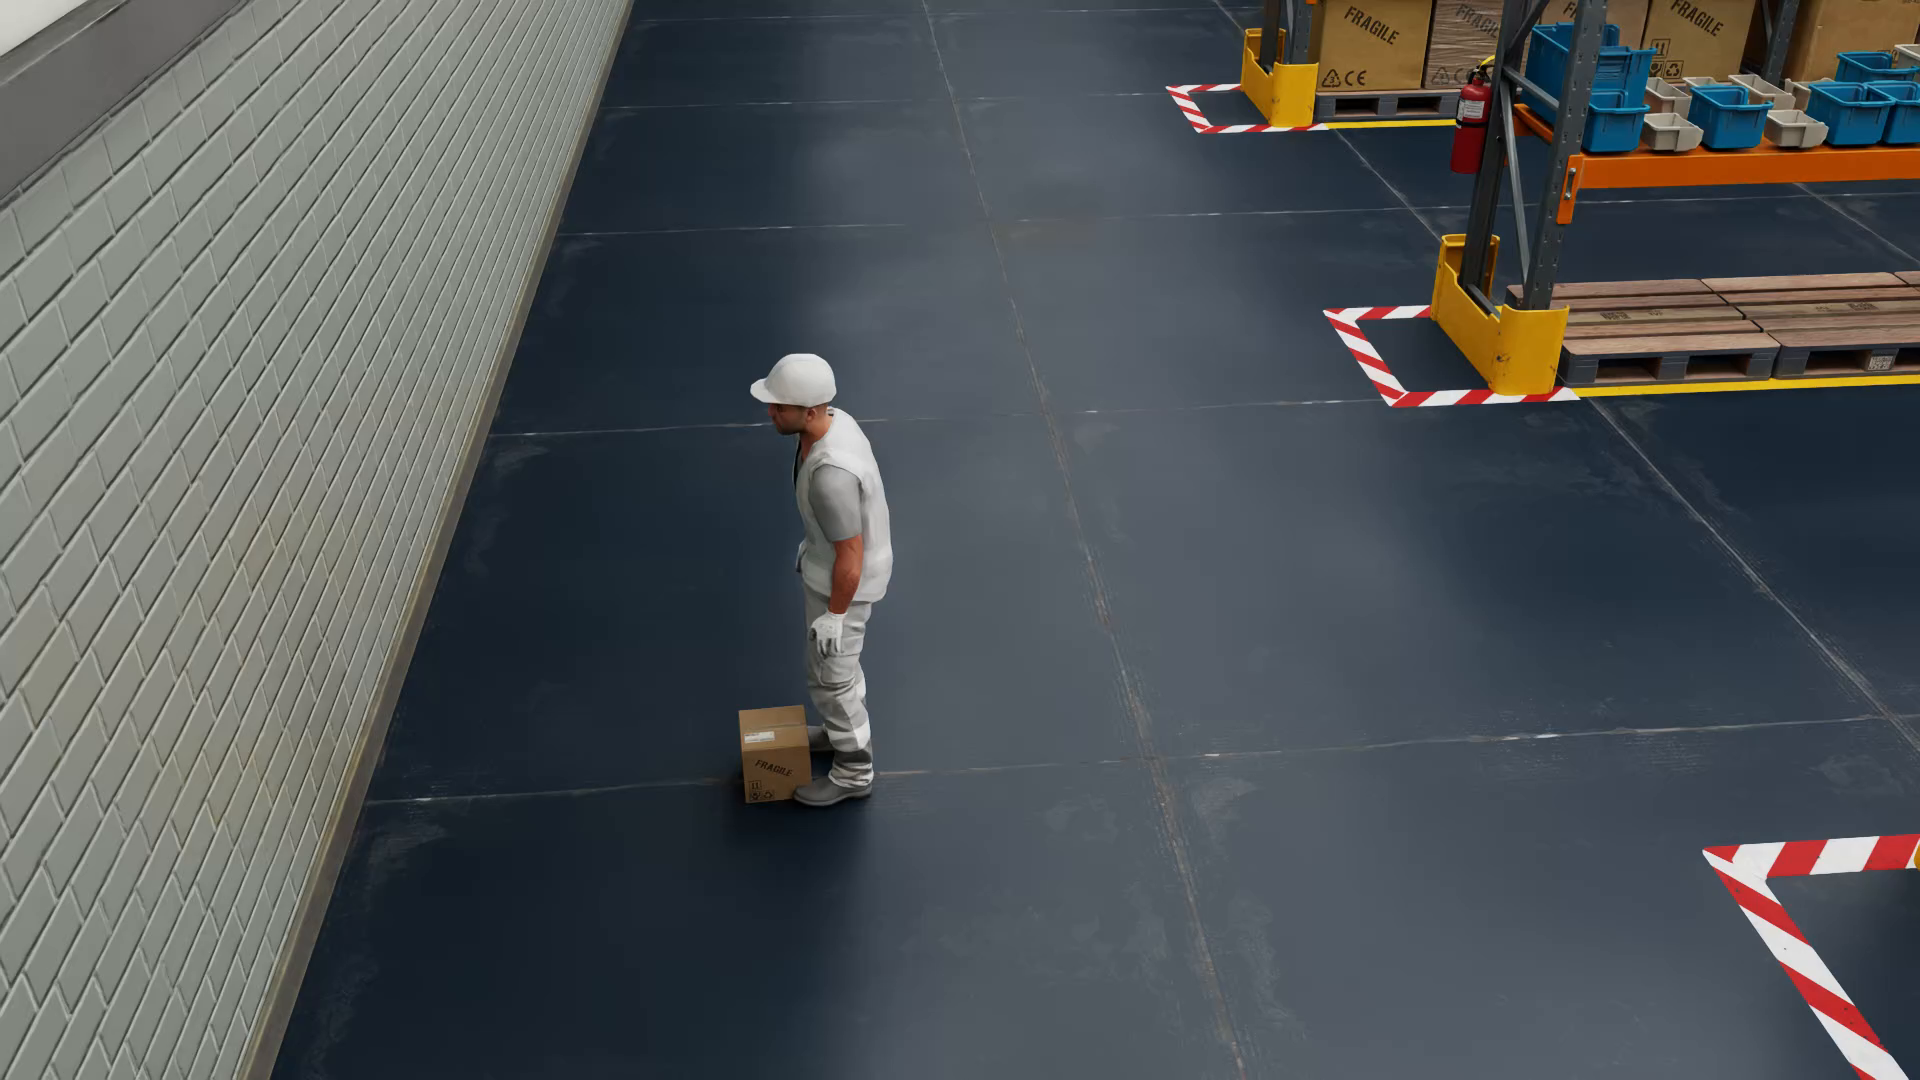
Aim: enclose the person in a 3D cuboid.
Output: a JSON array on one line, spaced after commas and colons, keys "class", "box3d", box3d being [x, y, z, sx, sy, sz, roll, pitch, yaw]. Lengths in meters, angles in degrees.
[{"class": "person", "box3d": [-0.468, 0.147, 5.872, 0.448, 1.780, 0.619, -4, 31, -7]}]
